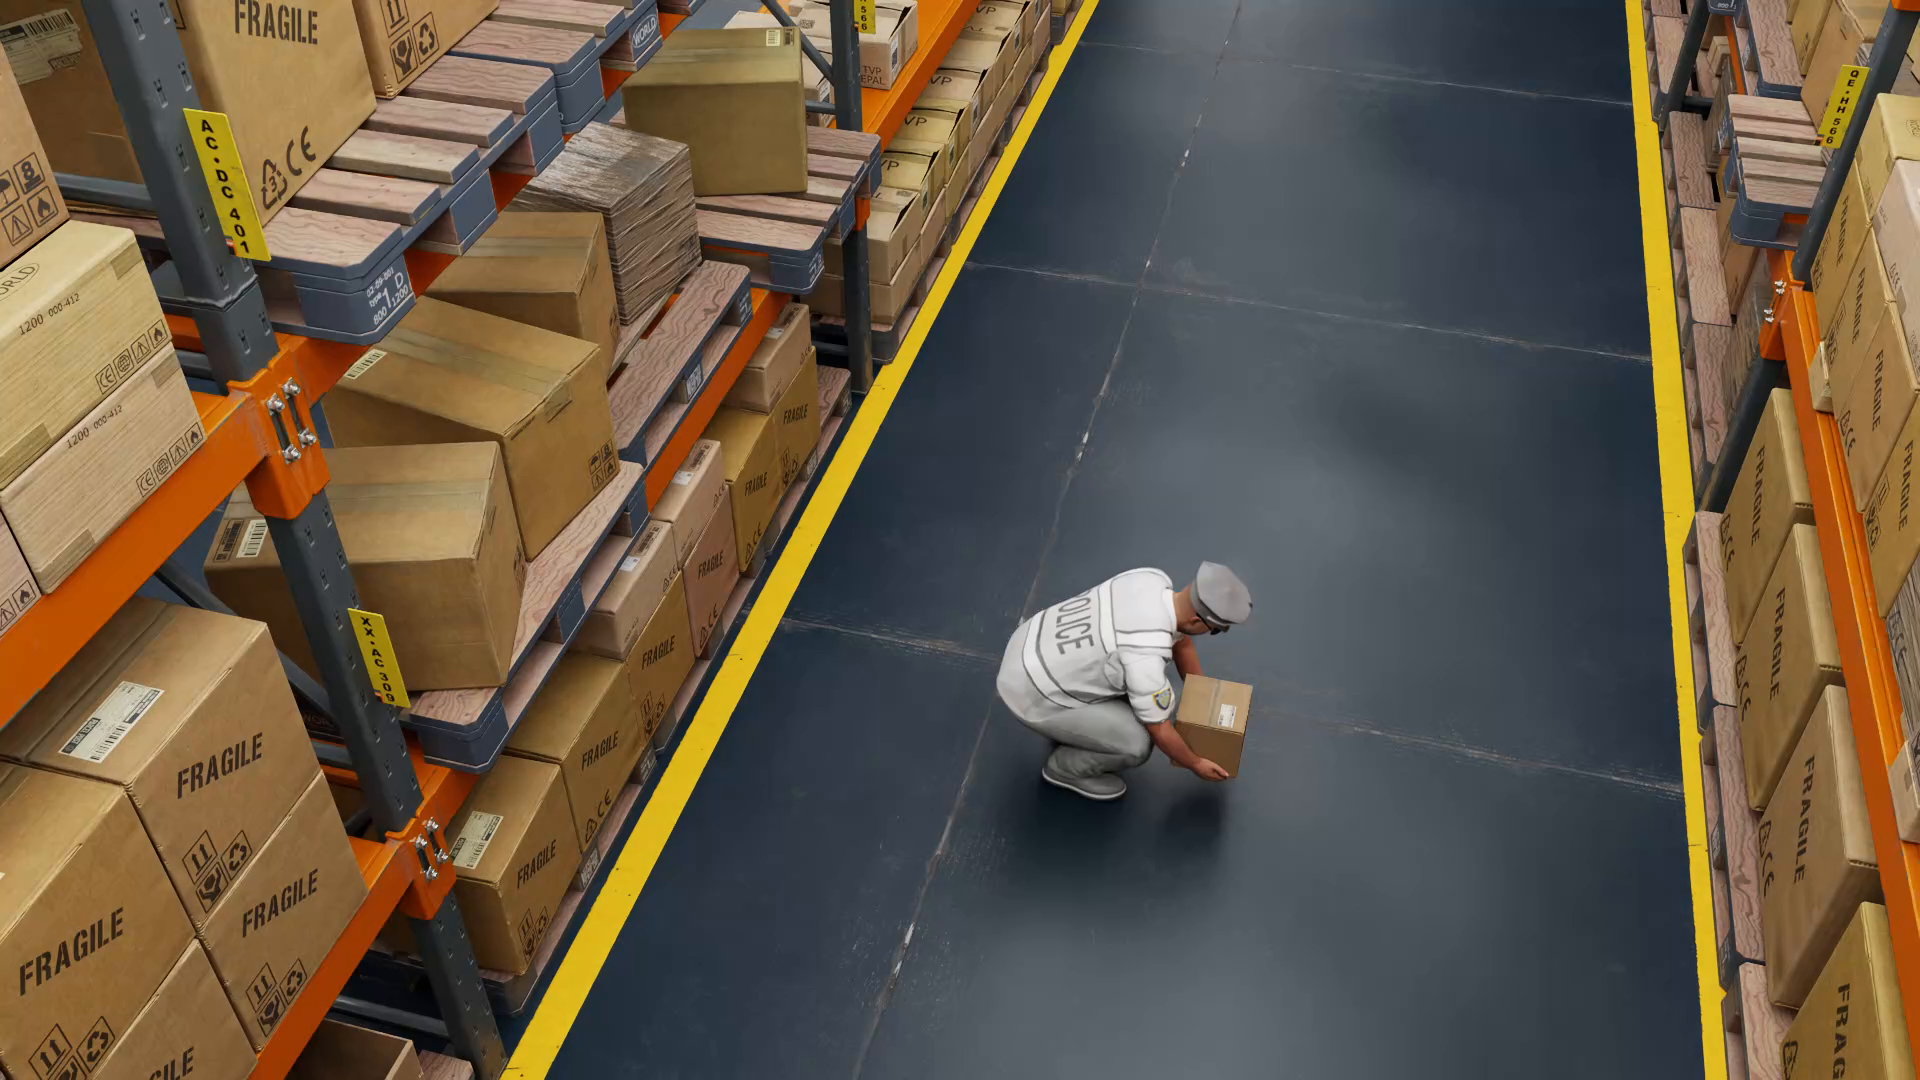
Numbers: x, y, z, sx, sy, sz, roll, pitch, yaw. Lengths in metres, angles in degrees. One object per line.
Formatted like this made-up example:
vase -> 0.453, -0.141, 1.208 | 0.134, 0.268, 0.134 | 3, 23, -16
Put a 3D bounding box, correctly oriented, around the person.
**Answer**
person -> 0.598, 0.488, 6.165 | 0.899, 1.008, 0.558 | 10, 42, 11
